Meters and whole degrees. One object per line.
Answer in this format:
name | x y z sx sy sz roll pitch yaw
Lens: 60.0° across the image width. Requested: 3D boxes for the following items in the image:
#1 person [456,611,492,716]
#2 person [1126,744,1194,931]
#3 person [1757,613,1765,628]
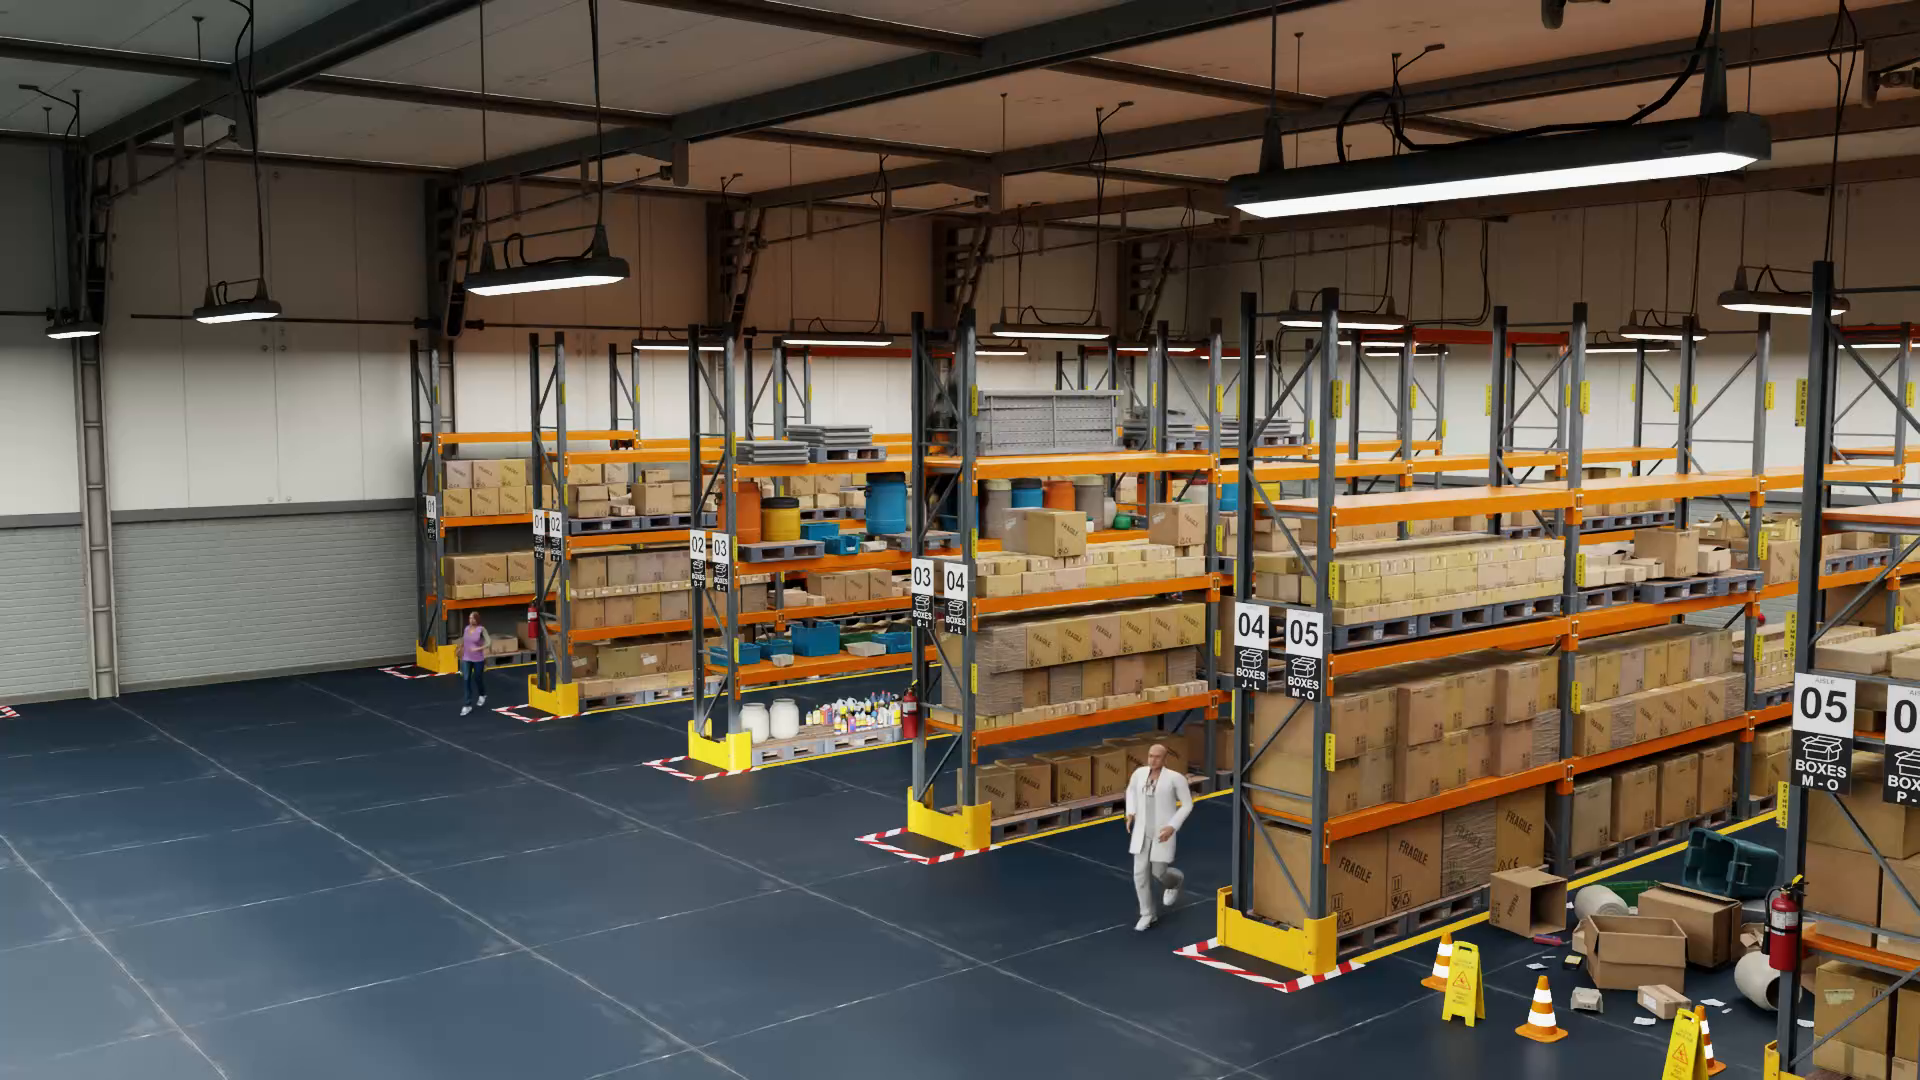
person | -7.704 1.932 26.406 0.573 1.606 0.805 0 5 3
person | 1.920 2.824 16.092 0.725 1.757 0.844 3 6 30
person | 11.910 1.986 24.866 0.796 1.820 0.662 -3 6 -29
